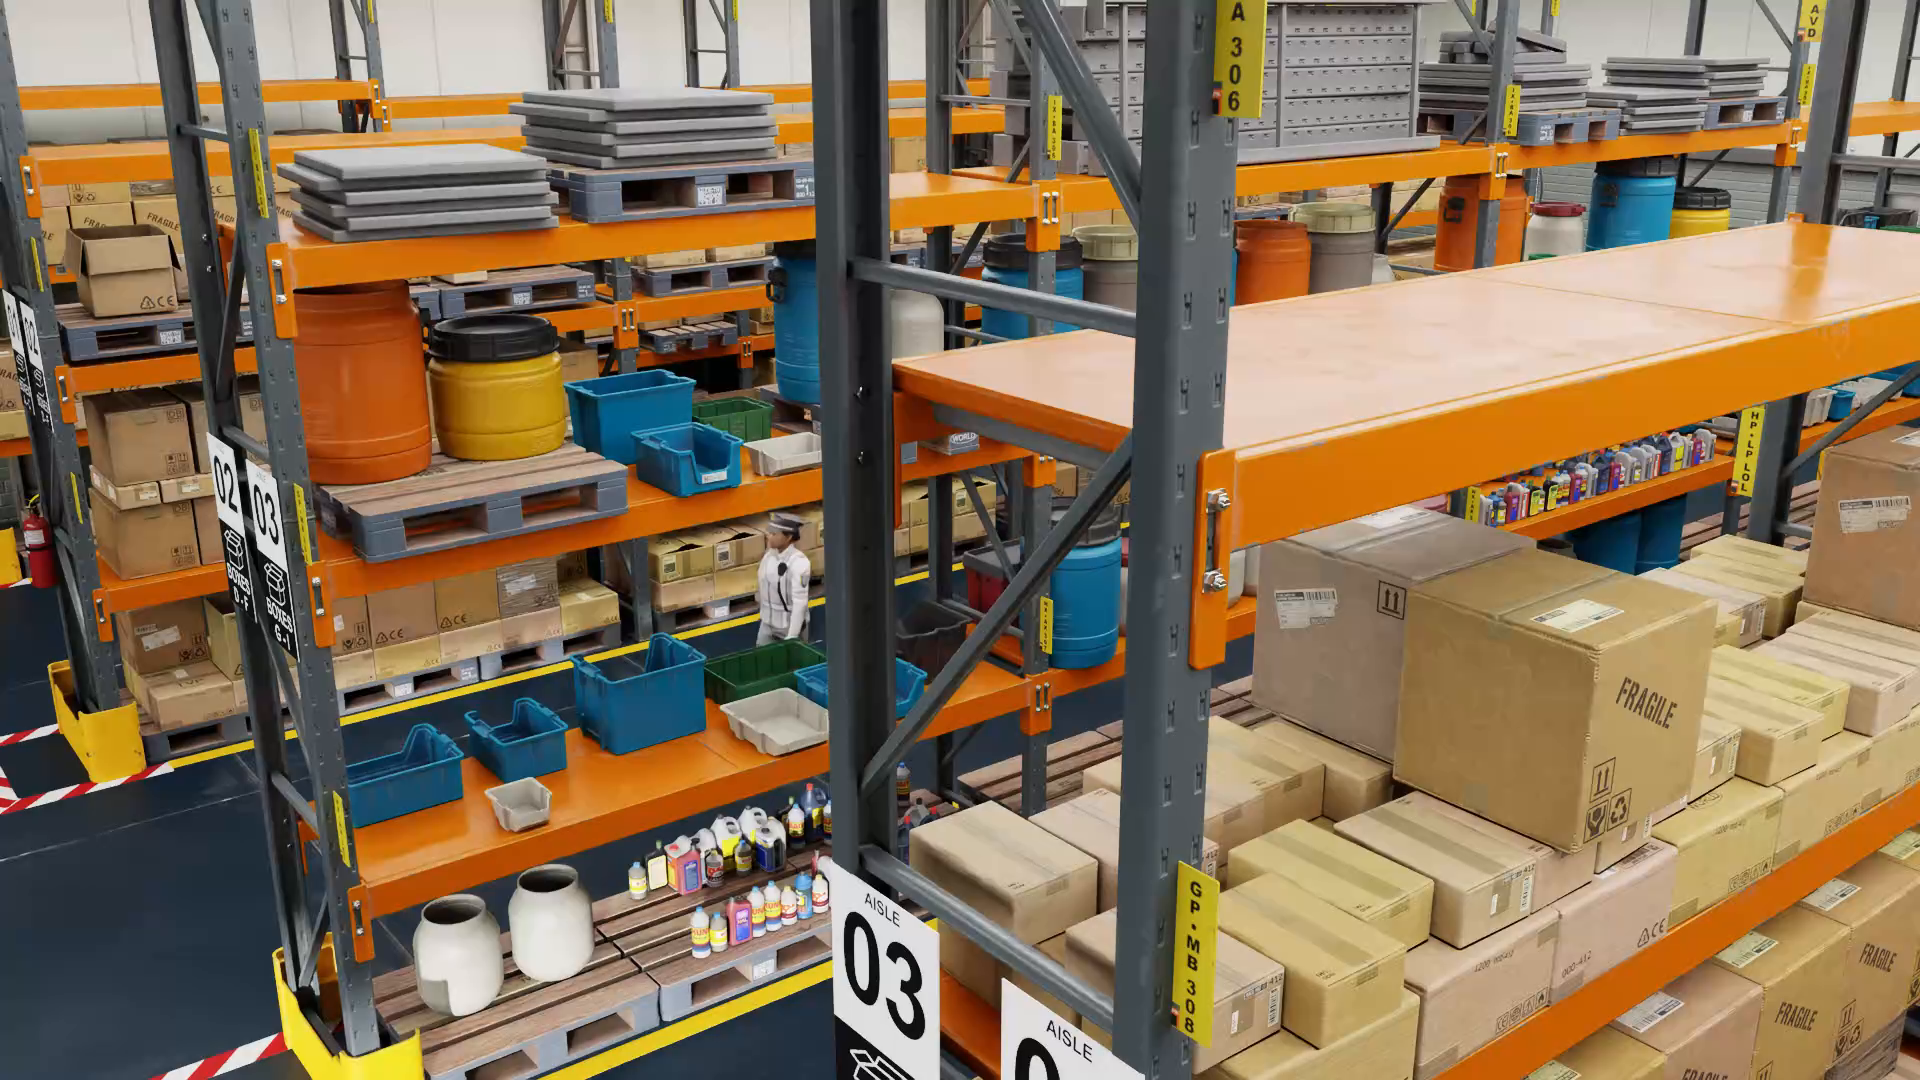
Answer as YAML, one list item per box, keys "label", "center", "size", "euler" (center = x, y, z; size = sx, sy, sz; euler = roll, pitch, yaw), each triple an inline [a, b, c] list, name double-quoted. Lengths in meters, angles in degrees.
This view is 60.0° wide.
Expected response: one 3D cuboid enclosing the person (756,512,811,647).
- label: "person"
  center: [-1.200, 0.585, 11.718]
  size: [0.483, 1.657, 0.789]
  euler: [15, 23, 39]
